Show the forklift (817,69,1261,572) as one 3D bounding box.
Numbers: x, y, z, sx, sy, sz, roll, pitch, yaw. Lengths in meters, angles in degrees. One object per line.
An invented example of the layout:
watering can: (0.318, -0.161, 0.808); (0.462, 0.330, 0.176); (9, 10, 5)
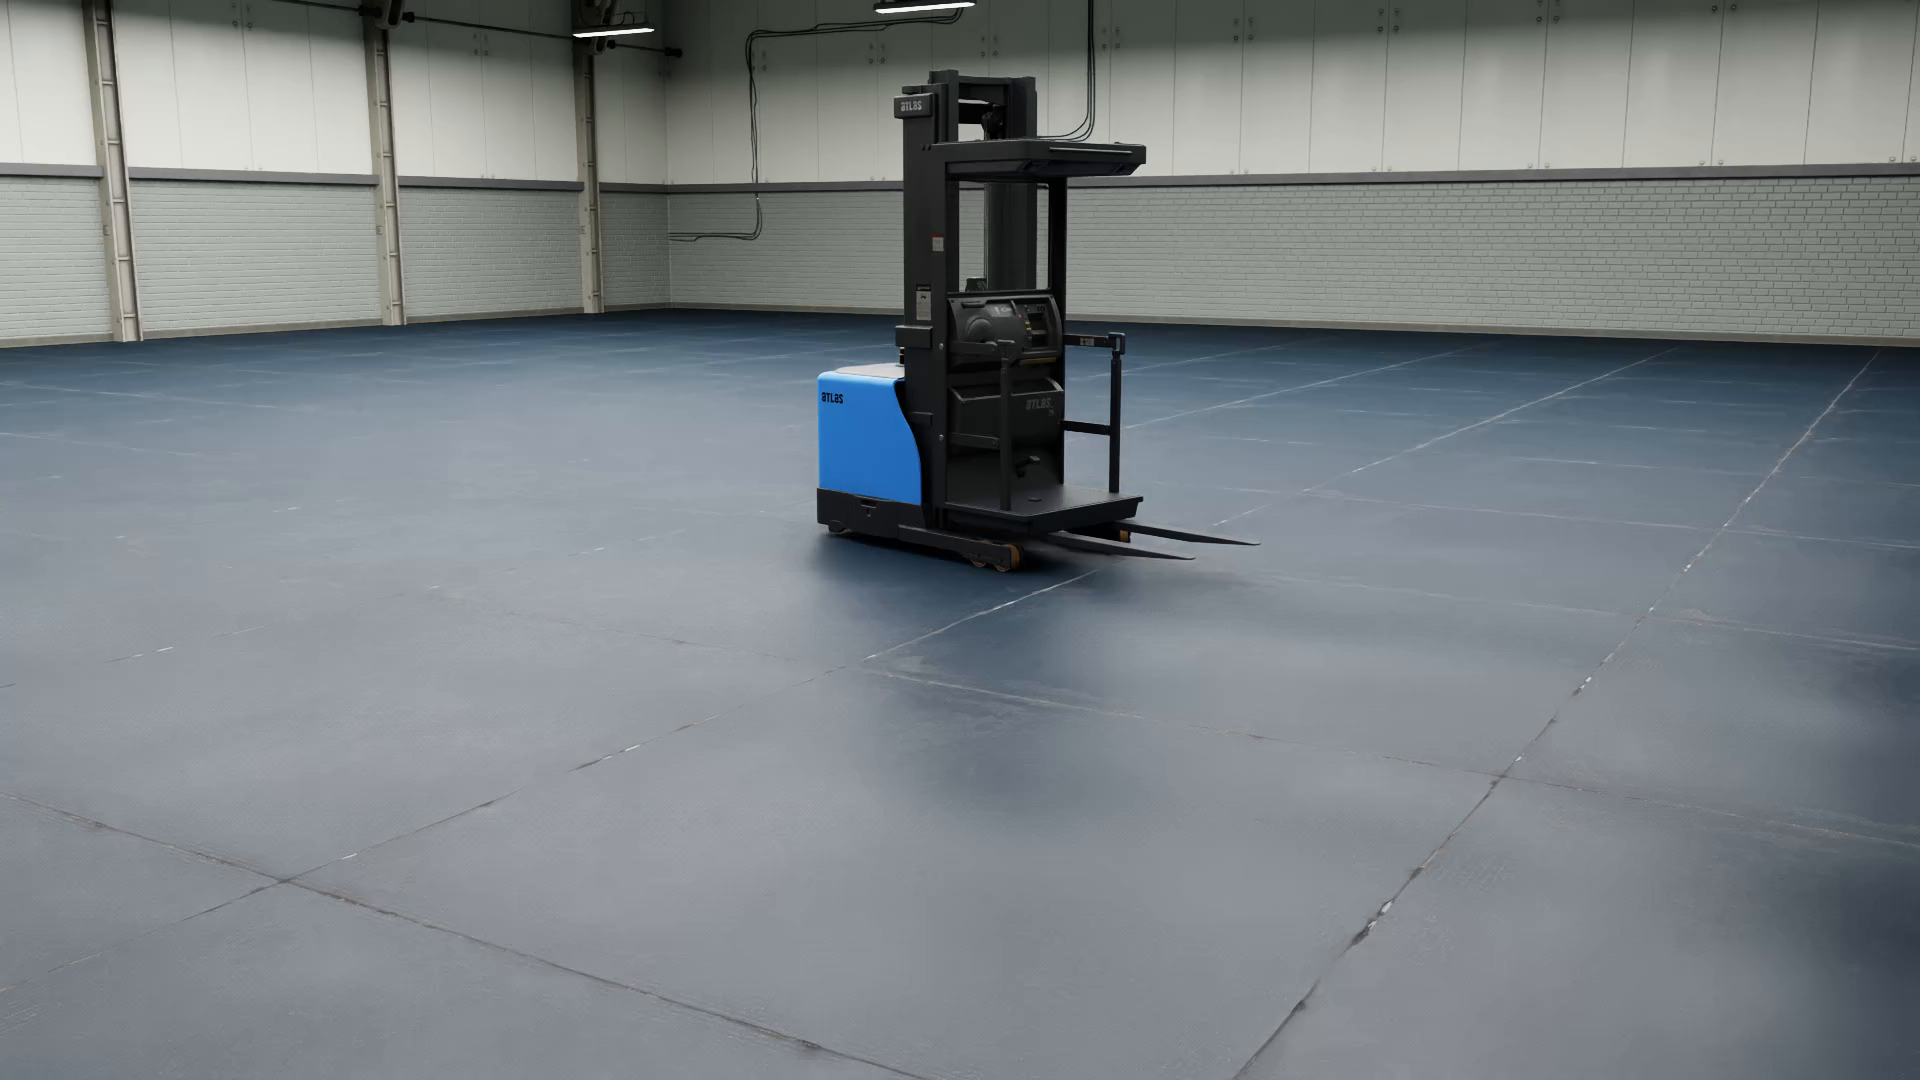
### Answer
forklift: (0.435, -1.359, 10.162); (1.130, 2.935, 3.031); (-10, 15, -43)

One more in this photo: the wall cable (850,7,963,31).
wall cable: (-1.254, -12.903, 37.687); (3.097, 2.526, 0.112); (6, 12, 31)

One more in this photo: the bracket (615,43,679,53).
bracket: (-7.428, -12.008, 40.775); (0.076, 0.066, 3.189); (6, 12, 31)

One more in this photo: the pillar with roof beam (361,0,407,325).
pillar with roof beam: (-8.306, -8.573, 32.207); (9.100, 9.000, 0.548); (6, 12, 31)

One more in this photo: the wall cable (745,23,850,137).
wall cable: (-3.899, -10.963, 39.685); (3.097, 2.526, 0.112); (6, 12, 31)

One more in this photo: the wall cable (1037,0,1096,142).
wall cable: (1.895, -11.027, 36.073); (2.305, 6.003, 0.169); (6, 12, 31)

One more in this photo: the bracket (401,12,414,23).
bracket: (-11.467, -10.785, 34.240); (0.235, 0.232, 0.430); (6, 12, 31)

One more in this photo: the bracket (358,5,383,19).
bracket: (-11.898, -10.654, 33.543); (0.235, 0.232, 0.430); (6, 12, 31)

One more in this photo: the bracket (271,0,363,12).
bracket: (-13.235, -10.249, 31.378); (0.076, 0.066, 4.783); (6, 12, 31)

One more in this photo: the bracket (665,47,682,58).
bracket: (-7.121, -12.101, 41.271); (0.235, 0.232, 0.430); (6, 12, 31)

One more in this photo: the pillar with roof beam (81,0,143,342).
pillar with roof beam: (-11.421, -7.629, 27.167); (9.100, 9.000, 0.400); (6, 12, 31)

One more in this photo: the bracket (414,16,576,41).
bracket: (-10.120, -11.193, 36.419); (0.076, 0.066, 4.783); (6, 12, 31)

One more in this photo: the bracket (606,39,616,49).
bracket: (-8.352, -11.728, 39.281); (0.235, 0.232, 0.430); (6, 12, 31)

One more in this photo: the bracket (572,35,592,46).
bracket: (-8.783, -11.598, 38.583); (0.235, 0.232, 0.430); (6, 12, 31)

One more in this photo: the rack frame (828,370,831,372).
rack frame: (-0.826, -0.629, 11.373); (0.200, 1.050, 0.008); (10, 15, 44)

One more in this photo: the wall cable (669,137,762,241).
wall cable: (-6.211, -8.739, 41.530); (3.097, 2.526, 0.112); (6, 12, 31)

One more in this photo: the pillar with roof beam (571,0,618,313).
pillar with roof beam: (-5.191, -9.517, 37.247); (9.100, 9.000, 0.548); (6, 12, 31)

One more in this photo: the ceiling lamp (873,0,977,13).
ceiling lamp: (-0.502, -11.030, 29.466); (2.000, 3.185, 0.800); (6, 12, 31)

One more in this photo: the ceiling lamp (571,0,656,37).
ceiling lamp: (-6.818, -11.736, 33.237); (2.000, 3.185, 0.800); (6, 12, 31)

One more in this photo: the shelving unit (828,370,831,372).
shelving unit: (-0.740, -0.645, 11.459); (0.215, 1.050, 0.252); (10, 15, 44)
